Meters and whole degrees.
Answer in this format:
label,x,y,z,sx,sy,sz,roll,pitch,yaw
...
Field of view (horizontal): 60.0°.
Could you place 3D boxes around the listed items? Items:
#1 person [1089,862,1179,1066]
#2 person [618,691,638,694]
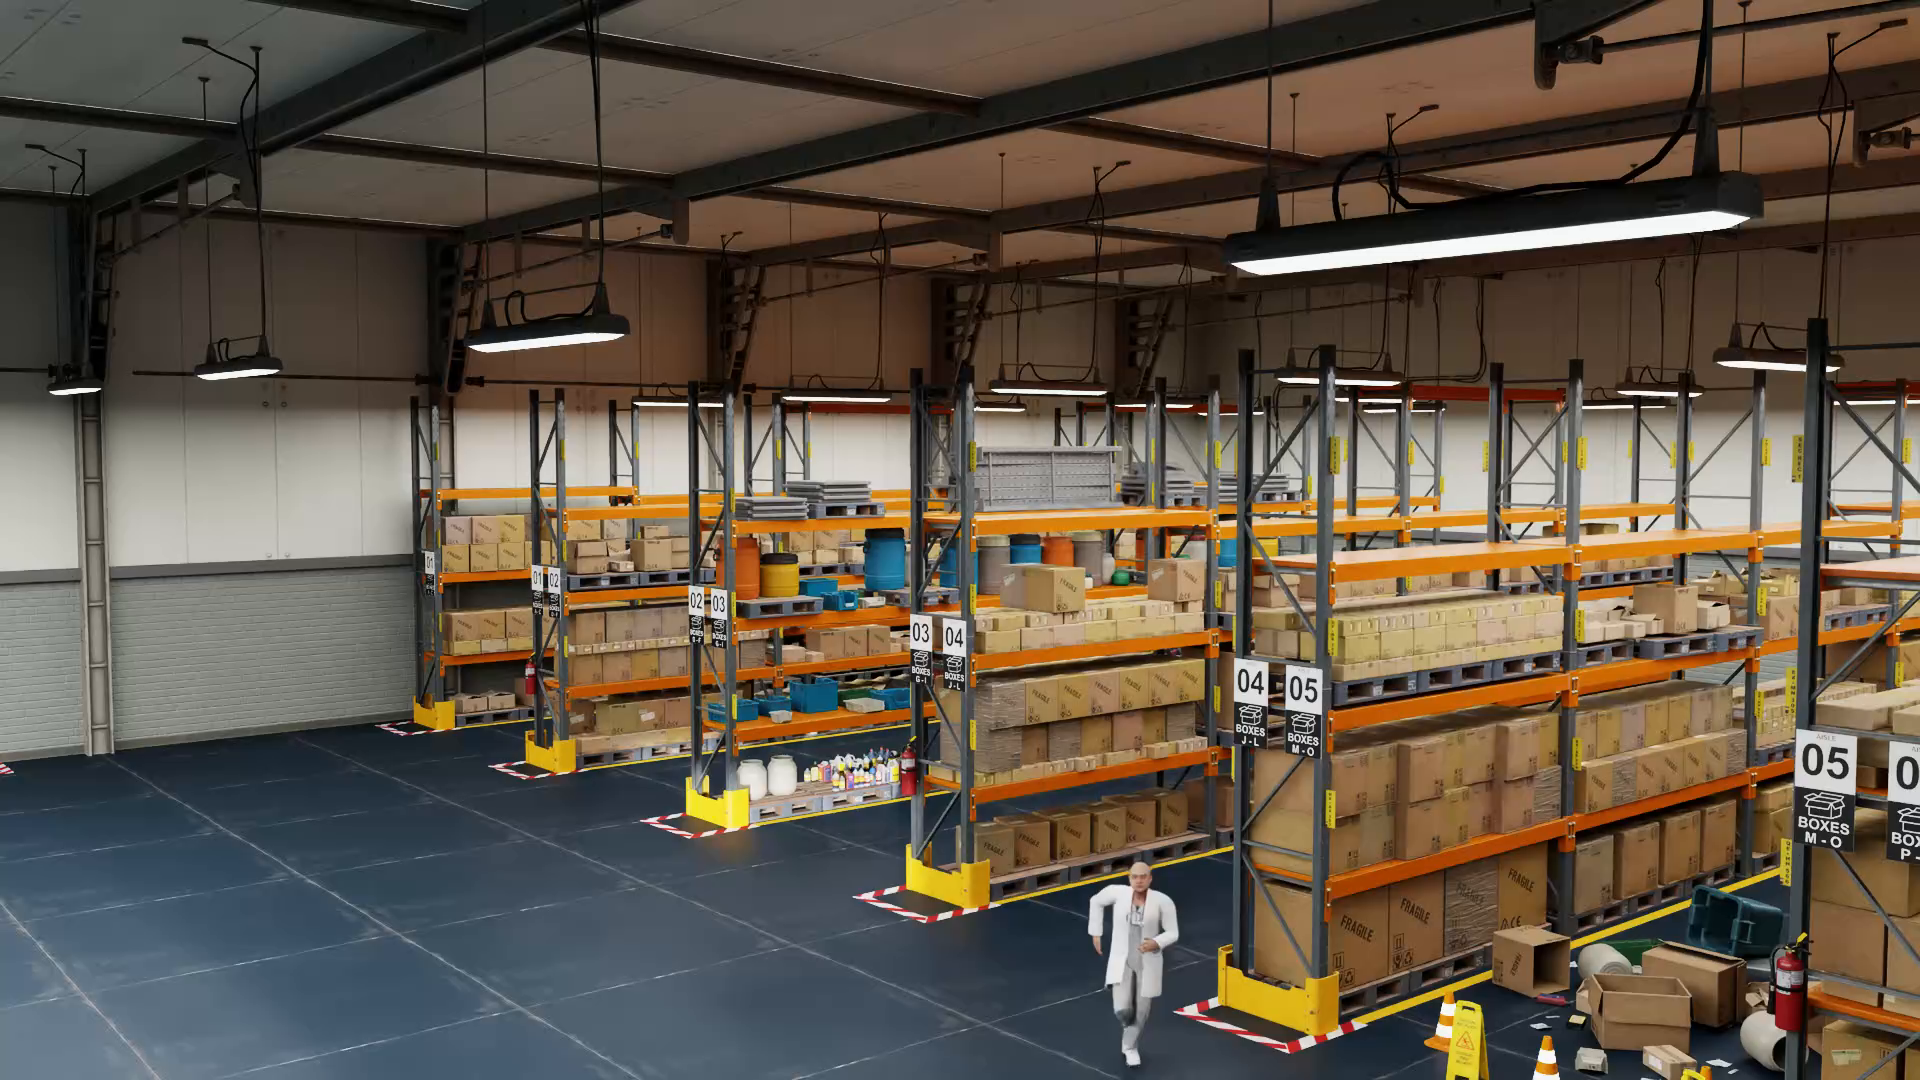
label,x,y,z,sx,sy,sz,roll,pitch,yaw
person,1.413,3.493,13.647,0.759,1.728,0.737,1,3,9
person,-5.834,2.619,29.567,0.607,1.654,0.745,3,4,37
